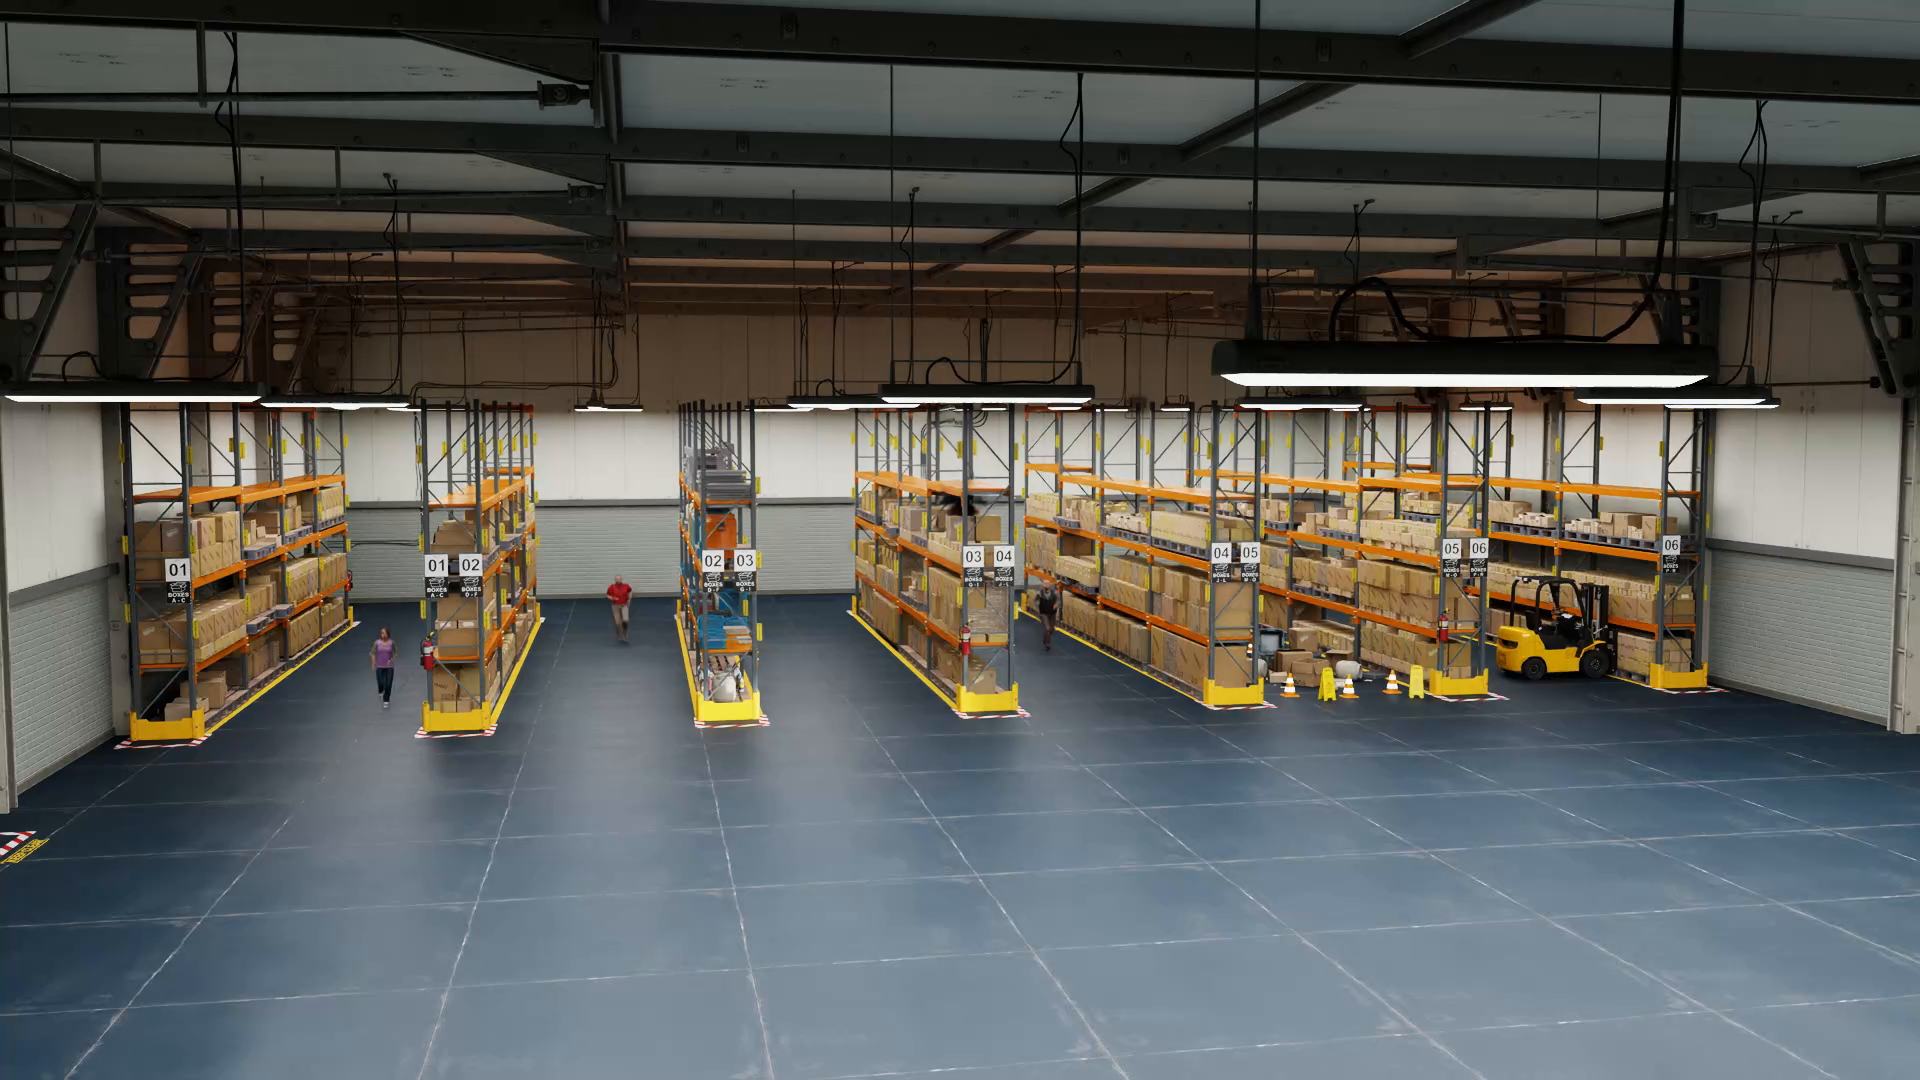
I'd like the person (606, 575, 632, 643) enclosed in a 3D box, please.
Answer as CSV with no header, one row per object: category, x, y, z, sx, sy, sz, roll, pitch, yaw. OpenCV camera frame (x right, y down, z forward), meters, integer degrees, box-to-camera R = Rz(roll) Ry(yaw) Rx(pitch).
person,-8.542,1.728,41.746,0.651,1.717,0.734,-1,4,-13

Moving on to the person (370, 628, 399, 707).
person,-11.239,2.505,32.483,0.531,1.544,0.539,-1,5,-18

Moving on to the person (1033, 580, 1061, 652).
person,2.132,1.826,40.487,0.656,1.722,0.800,-1,4,-8

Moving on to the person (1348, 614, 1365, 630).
person,10.168,1.668,42.560,0.544,1.680,0.651,-1,4,-10

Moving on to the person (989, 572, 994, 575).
person,0.934,1.298,47.611,0.647,1.669,0.557,0,4,1
